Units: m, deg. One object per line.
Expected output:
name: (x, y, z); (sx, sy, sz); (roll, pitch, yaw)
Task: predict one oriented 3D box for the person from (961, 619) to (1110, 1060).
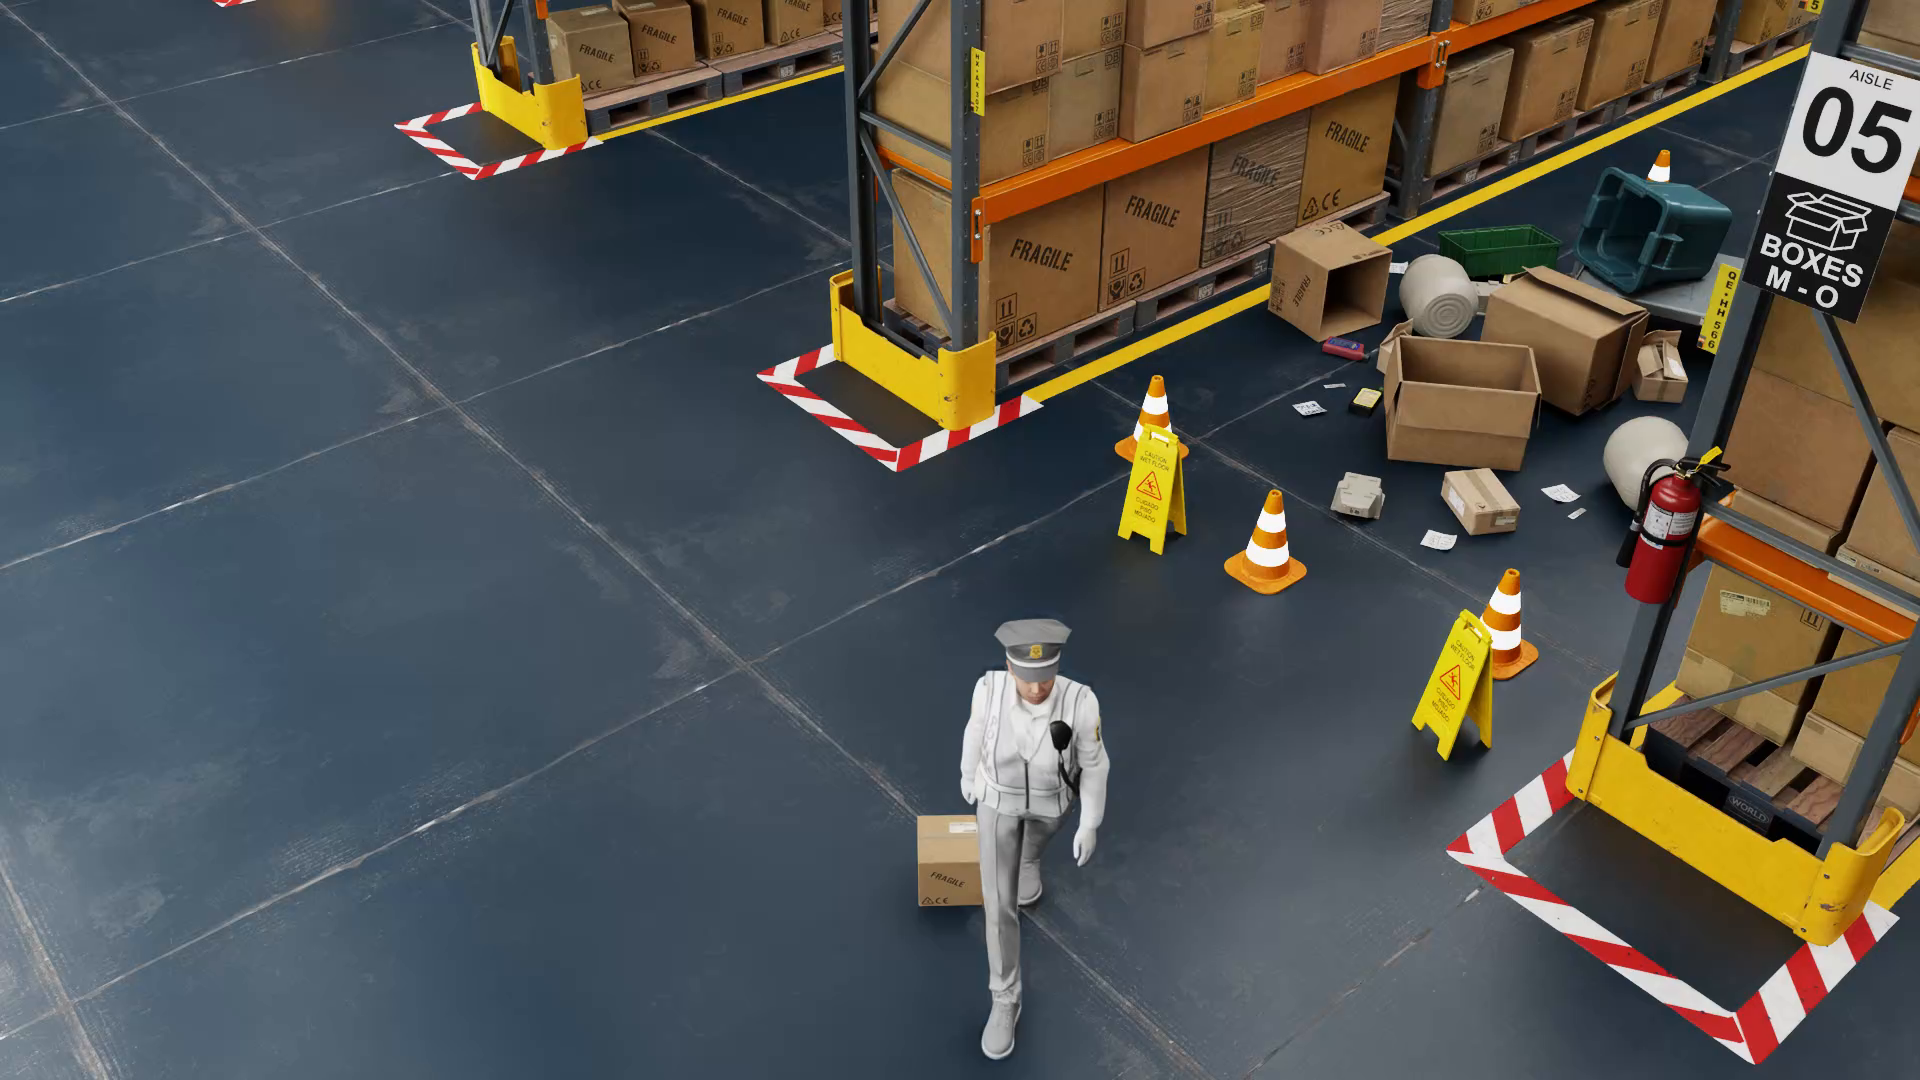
person: (0.257, 0.910, 5.800); (0.510, 1.607, 1.010); (0, 36, 0)
